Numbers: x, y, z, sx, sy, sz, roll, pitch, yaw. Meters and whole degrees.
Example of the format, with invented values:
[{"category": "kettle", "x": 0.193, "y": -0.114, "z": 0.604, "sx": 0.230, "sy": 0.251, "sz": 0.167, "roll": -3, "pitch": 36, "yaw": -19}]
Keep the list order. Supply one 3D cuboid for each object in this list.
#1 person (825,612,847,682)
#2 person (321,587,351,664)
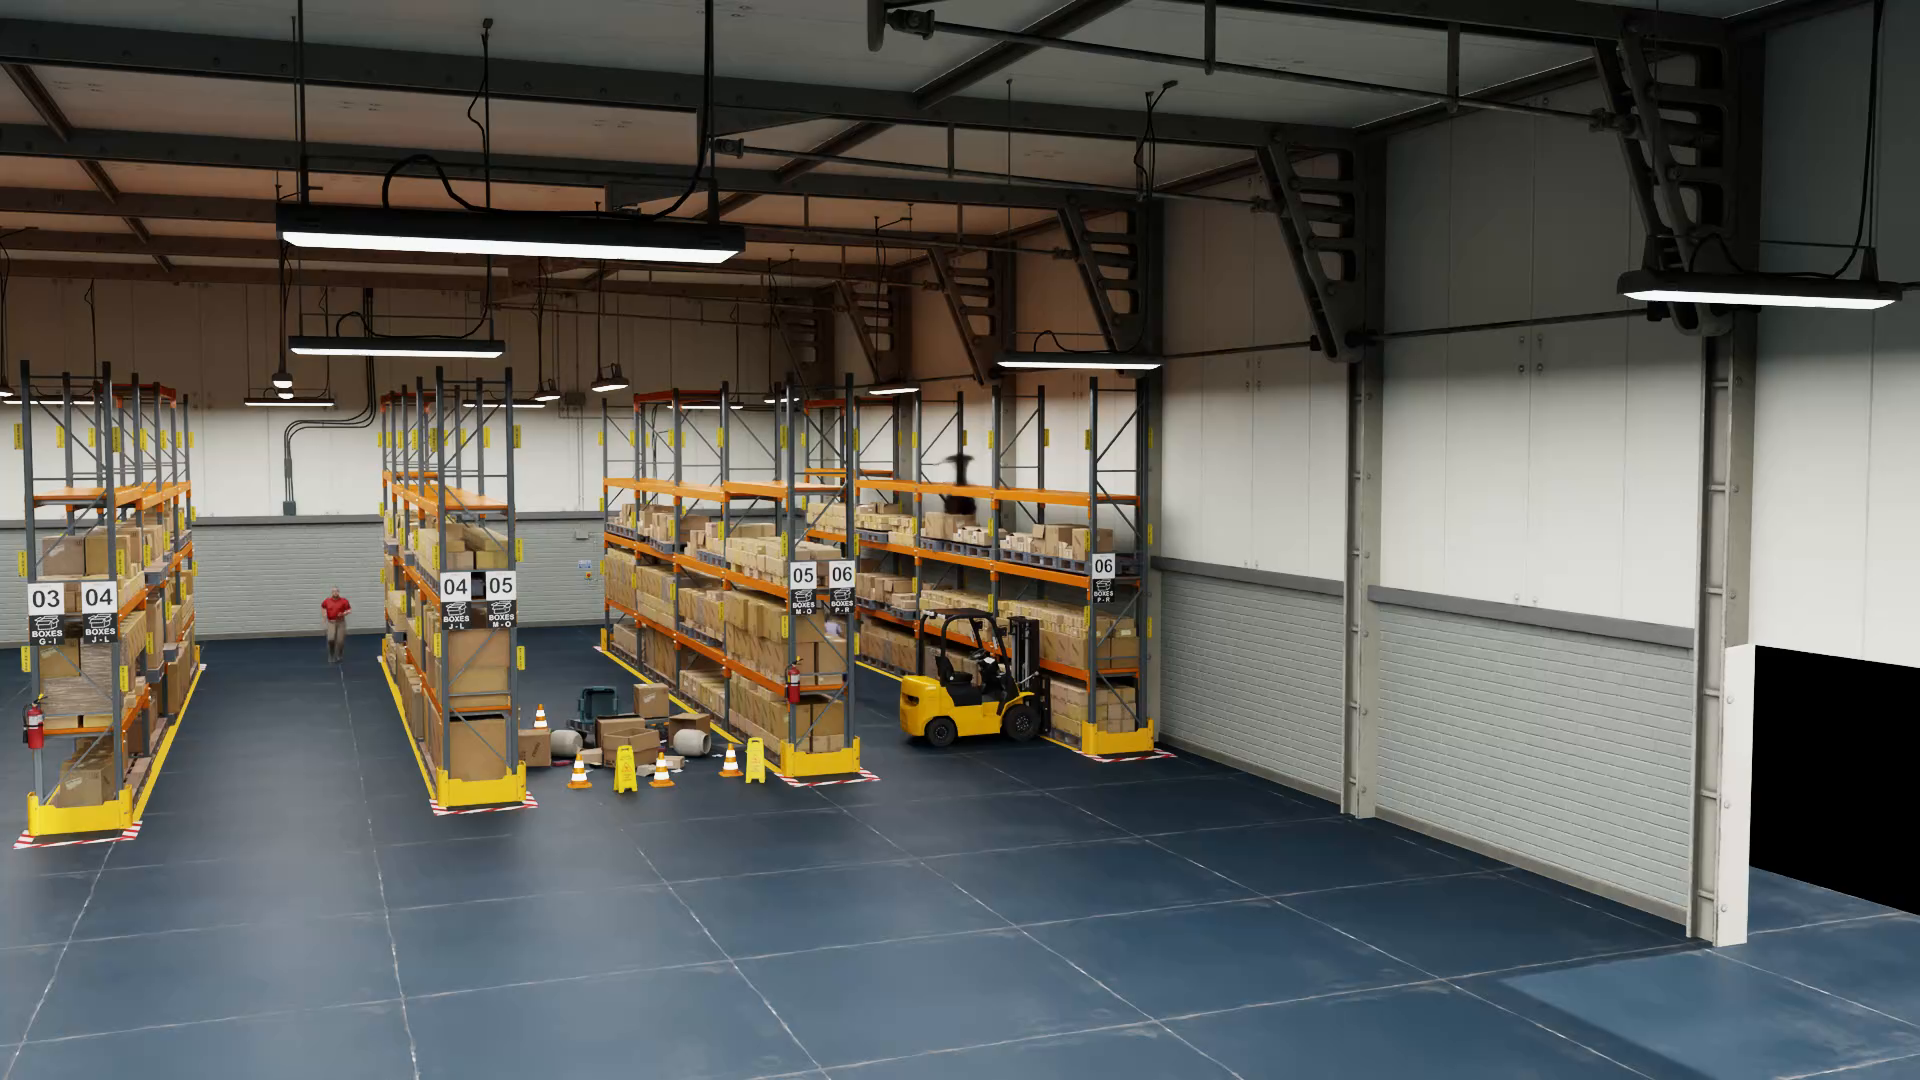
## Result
[{"category": "person", "x": -2.489, "y": 2.267, "z": 32.949, "sx": 0.648, "sy": 1.612, "sz": 0.962, "roll": -3, "pitch": 4, "yaw": -38}, {"category": "person", "x": -13.968, "y": 1.913, "z": 37.225, "sx": 0.655, "sy": 1.727, "sz": 0.695, "roll": -1, "pitch": 4, "yaw": -16}]
